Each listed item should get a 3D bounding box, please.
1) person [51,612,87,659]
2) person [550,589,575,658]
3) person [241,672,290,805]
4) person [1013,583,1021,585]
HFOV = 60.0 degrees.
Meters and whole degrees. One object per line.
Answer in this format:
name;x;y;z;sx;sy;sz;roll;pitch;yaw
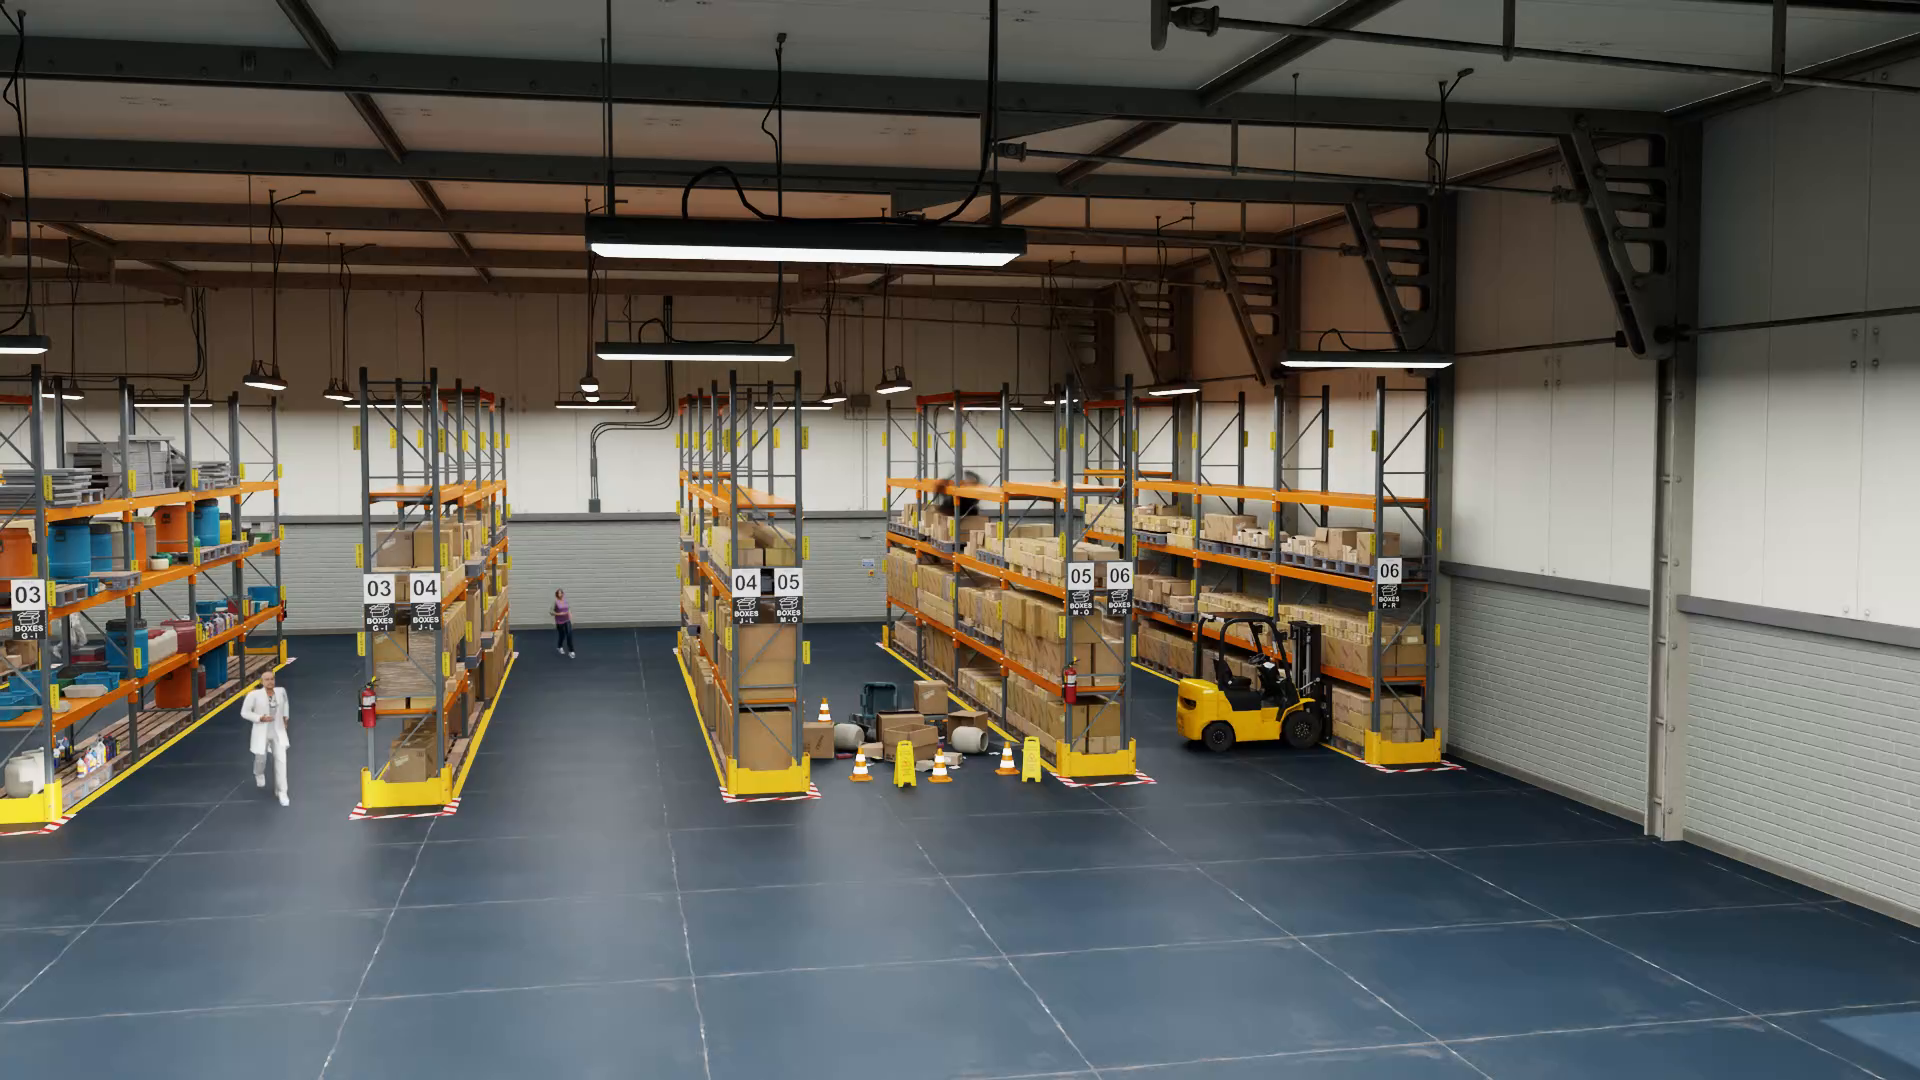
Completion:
person;-20.149;1.924;37.598;0.690;1.721;0.714;0;3;2
person;-9.243;1.920;38.512;0.555;1.584;0.847;-3;4;-37
person;-9.703;2.737;23.254;0.668;1.807;1.195;-2;4;-32
person;1.320;1.816;38.265;0.702;1.751;0.990;-2;4;-27
